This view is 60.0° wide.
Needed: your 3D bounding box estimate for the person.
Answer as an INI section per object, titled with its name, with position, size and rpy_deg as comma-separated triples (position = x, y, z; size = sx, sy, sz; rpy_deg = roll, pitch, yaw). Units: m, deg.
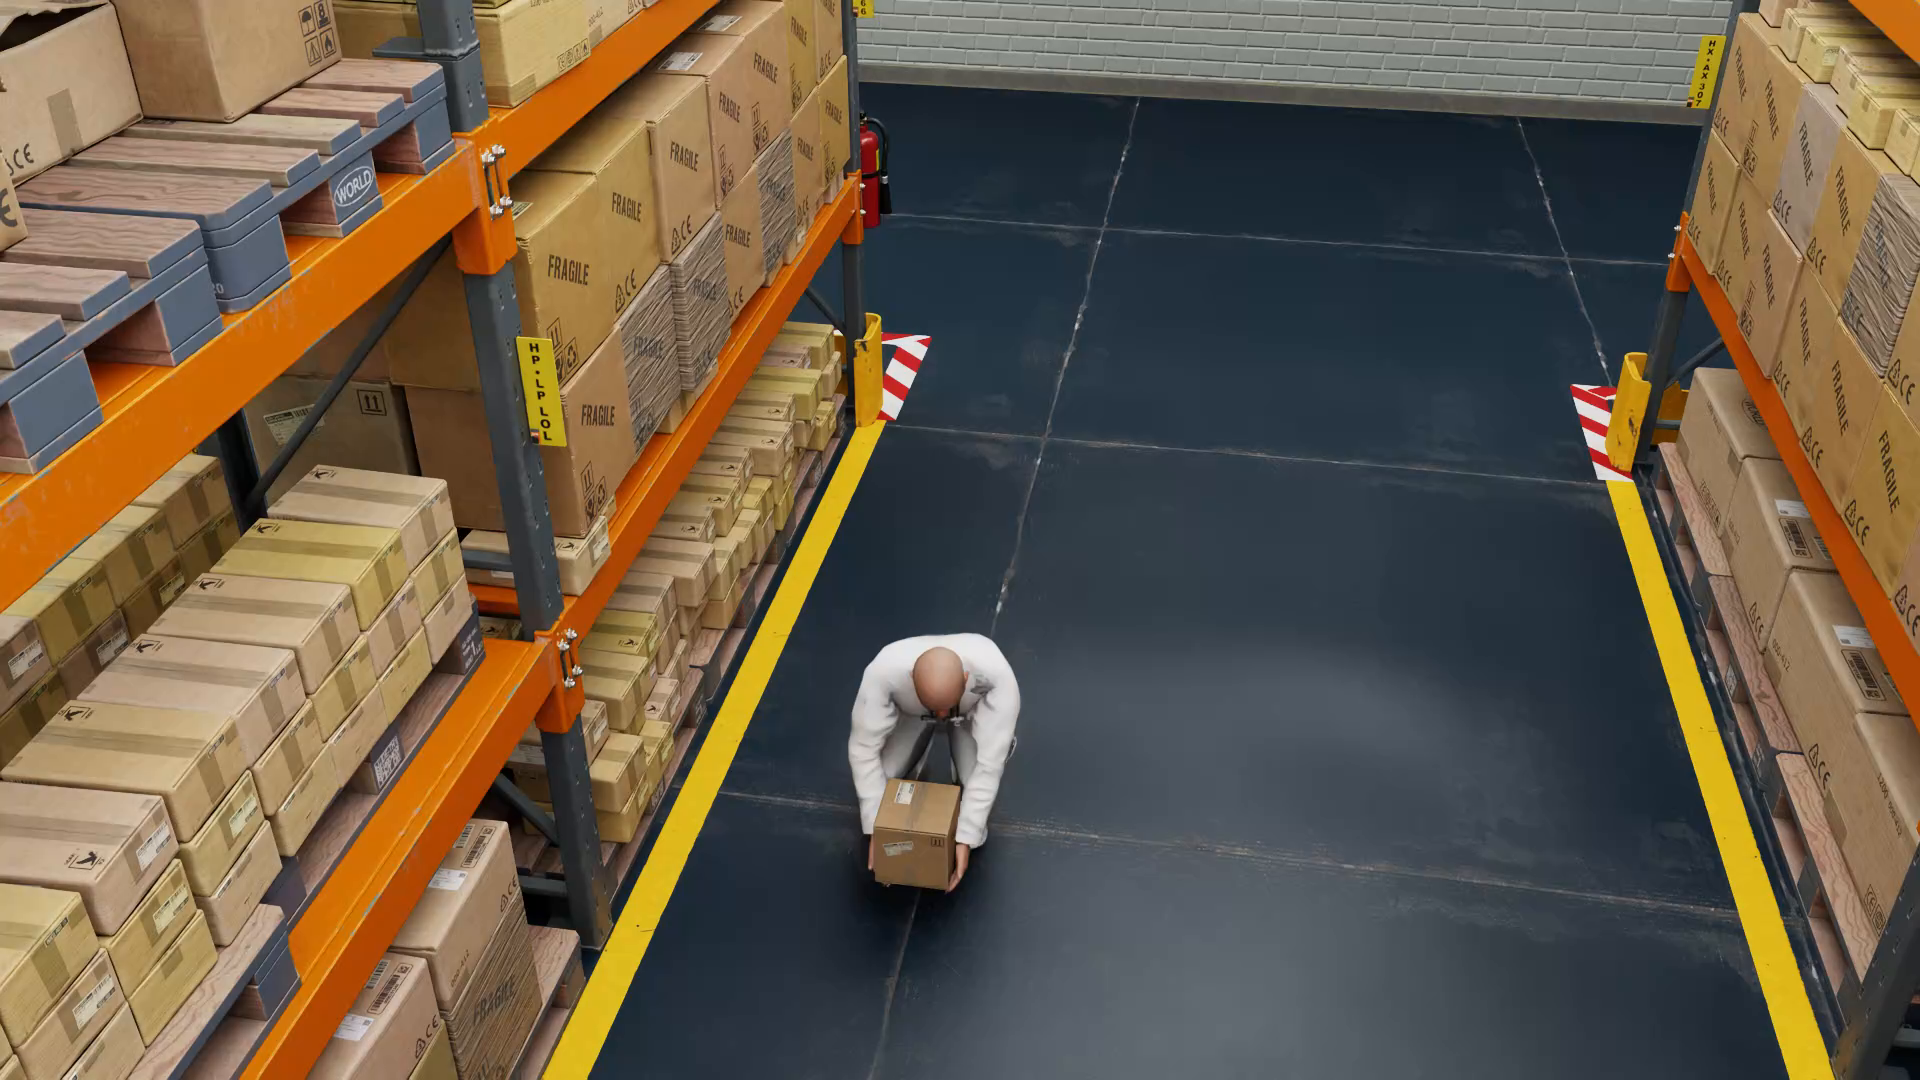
[person]
position = -0.084, 0.665, 5.828
size = 0.601, 0.998, 0.898
rpy_deg = 5, 32, 8
